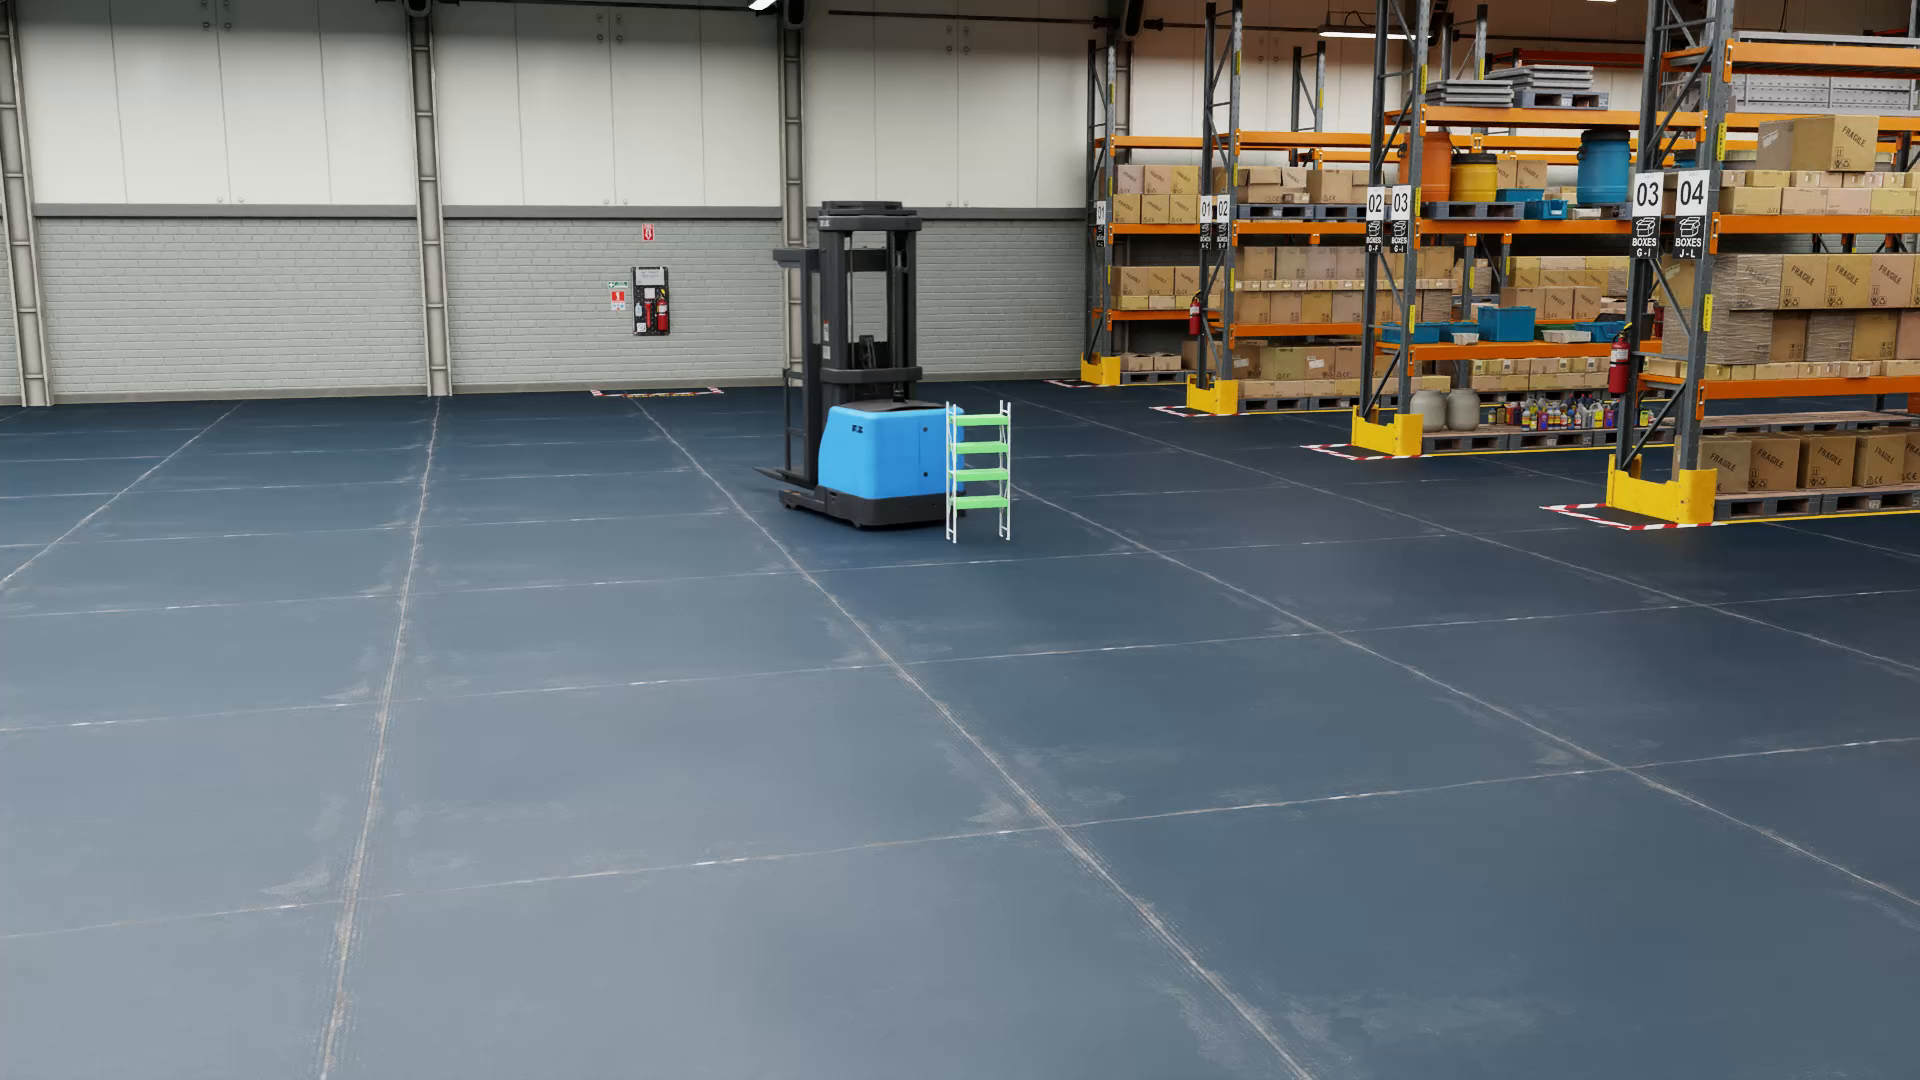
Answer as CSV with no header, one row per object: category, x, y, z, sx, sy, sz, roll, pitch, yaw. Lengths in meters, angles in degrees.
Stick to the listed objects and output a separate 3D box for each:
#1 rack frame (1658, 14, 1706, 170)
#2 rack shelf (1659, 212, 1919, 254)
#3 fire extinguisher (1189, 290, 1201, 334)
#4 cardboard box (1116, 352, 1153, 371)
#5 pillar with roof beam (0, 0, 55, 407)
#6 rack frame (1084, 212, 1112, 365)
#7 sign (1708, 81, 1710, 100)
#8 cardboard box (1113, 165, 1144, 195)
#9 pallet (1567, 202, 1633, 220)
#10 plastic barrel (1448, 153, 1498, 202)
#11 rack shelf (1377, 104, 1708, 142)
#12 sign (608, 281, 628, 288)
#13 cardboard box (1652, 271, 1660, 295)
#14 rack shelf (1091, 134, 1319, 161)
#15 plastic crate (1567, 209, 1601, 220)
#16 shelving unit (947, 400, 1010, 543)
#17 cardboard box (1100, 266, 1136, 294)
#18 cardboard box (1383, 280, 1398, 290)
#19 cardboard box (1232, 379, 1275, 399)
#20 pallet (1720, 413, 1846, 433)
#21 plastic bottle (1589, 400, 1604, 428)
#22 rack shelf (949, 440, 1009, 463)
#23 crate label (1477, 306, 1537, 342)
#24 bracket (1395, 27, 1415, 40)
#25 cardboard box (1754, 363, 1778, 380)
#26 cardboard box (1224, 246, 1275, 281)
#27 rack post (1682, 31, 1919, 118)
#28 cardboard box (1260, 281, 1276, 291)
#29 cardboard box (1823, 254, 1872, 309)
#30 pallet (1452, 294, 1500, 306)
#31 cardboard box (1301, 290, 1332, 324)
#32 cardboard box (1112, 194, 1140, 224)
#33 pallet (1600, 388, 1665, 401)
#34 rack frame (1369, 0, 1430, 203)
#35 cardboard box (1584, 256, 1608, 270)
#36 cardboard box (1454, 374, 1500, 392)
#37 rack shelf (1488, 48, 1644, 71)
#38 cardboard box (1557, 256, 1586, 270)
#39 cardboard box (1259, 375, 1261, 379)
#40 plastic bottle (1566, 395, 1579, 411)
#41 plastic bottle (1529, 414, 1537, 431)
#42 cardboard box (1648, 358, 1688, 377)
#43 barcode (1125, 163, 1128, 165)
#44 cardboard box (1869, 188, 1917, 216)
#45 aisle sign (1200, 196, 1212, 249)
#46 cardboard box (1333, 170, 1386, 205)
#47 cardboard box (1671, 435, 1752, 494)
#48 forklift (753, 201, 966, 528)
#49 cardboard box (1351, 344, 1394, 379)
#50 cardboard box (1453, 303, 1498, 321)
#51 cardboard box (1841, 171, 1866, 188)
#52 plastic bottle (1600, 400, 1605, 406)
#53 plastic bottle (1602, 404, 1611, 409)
rack frame,11.521,-6.801,26.635,0.127,3.000,1.000,-3,11,-16
rack shelf,8.526,-2.946,15.967,4.000,0.370,1.077,-3,11,-16
fire extinguisher,3.597,-3.483,25.392,0.183,0.674,0.296,-3,11,-16
cardboard box,3.141,-3.220,29.965,0.500,0.311,0.500,-4,11,-22
pillar with roof beam,-13.197,-5.784,21.109,0.548,9.000,9.100,-3,11,-16
rack frame,2.452,-4.307,29.656,0.127,3.000,1.000,-3,11,-16
sign,9.205,-5.538,20.354,0.005,0.325,0.100,-3,11,-16
cardboard box,2.890,-6.310,29.159,0.500,0.500,0.500,-4,11,-20
pallet,8.396,-4.116,20.855,1.003,0.211,1.213,-3,11,-16
plastic barrel,6.280,-4.439,20.407,0.600,0.588,0.600,0,10,0
rack shelf,7.141,-5.086,20.409,4.000,0.370,1.077,-3,11,-16
sign,-5.815,-4.337,28.259,0.331,0.109,0.001,-3,11,-16
cardboard box,13.601,-5.052,32.552,0.500,0.500,0.500,-3,11,-17
rack shelf,4.372,-7.003,29.728,4.000,0.370,1.077,-3,11,-16
plastic crate,7.634,-3.981,20.330,0.396,0.136,0.243,-3,11,-16
shelving unit,0.159,-0.598,14.483,0.503,1.200,0.258,-3,11,-16
cardboard box,2.845,-4.672,29.930,0.500,0.500,0.500,-3,11,-17
cardboard box,6.502,-3.914,25.456,0.250,0.149,0.380,-3,11,-16
cardboard box,4.417,-2.289,25.127,0.500,0.250,0.500,-3,11,-16
pallet,10.978,-1.524,22.244,1.213,0.211,1.003,-3,11,-16
plastic bottle,8.030,-1.592,21.010,0.185,0.351,0.144,-3,11,-16
rack shelf,0.159,-0.772,14.451,0.480,0.148,0.258,-3,11,-16
crate label,6.913,-2.742,21.059,0.616,0.435,0.502,-3,11,-16
bracket,8.344,-9.434,30.996,0.430,0.232,0.235,-3,11,-16
cardboard box,7.435,-1.592,15.605,0.250,0.149,0.380,-3,11,-16
cardboard box,4.343,-4.157,24.983,0.500,0.500,0.700,-3,11,-16
rack post,10.928,-5.950,21.461,3.121,1.000,1.013,-3,11,-16
cardboard box,4.530,-3.810,24.891,0.250,0.149,0.380,-3,11,-17
cardboard box,8.171,-2.441,15.661,0.500,0.500,0.500,-3,11,-16
pallet,9.479,-4.563,31.576,1.003,0.211,1.213,-3,11,-16
cardboard box,5.273,-3.568,25.366,0.500,0.500,0.700,-3,11,-16
cardboard box,2.843,-5.814,29.229,0.500,0.500,0.500,-3,11,-14
pallet,10.720,-2.444,27.241,1.213,0.211,1.003,-3,11,-16
rack frame,5.221,-5.535,19.758,0.127,3.000,1.000,-3,11,-16
cardboard box,12.124,-5.344,32.066,0.500,0.250,0.500,-3,11,-17
cardboard box,8.137,-2.480,26.166,0.500,0.250,0.500,-3,11,-17
rack shelf,12.053,-9.044,31.626,4.000,0.370,1.077,-3,11,-16
cardboard box,11.636,-5.317,31.920,0.500,0.250,0.500,-3,11,-16
cardboard box,4.749,-2.406,25.765,0.500,0.250,0.500,-3,11,-16
plastic bottle,7.989,-1.722,21.718,0.185,0.351,0.144,-4,11,-18
plastic bottle,7.148,-1.468,20.747,0.097,0.201,0.097,0,10,0
cardboard box,6.821,-1.650,15.920,0.250,0.149,0.380,-3,11,-16
barcode,2.994,-6.741,29.898,0.075,0.075,0.001,-3,11,-16
cardboard box,8.609,-3.183,15.682,0.500,0.250,0.500,-3,11,-14
aisle sign,3.695,-4.772,25.003,0.004,0.787,0.394,-3,11,-16
cardboard box,6.064,-5.388,25.413,0.637,0.503,0.797,-2,11,-10
cardboard box,7.210,-0.729,15.968,0.500,0.500,0.500,-1,10,-5
forklift,-1.121,-1.775,16.092,1.130,2.935,3.031,-6,12,-30
cardboard box,6.334,-2.761,25.620,0.500,0.500,0.500,-3,11,-16
cardboard box,8.141,-3.607,26.269,0.500,0.250,0.500,-2,11,-12
cardboard box,8.193,-3.355,15.512,0.250,0.149,0.380,-4,11,-19
plastic bottle,8.361,-1.688,21.718,0.133,0.283,0.061,-3,11,-16
plastic bottle,8.274,-1.596,21.238,0.135,0.276,0.152,-3,11,-16
